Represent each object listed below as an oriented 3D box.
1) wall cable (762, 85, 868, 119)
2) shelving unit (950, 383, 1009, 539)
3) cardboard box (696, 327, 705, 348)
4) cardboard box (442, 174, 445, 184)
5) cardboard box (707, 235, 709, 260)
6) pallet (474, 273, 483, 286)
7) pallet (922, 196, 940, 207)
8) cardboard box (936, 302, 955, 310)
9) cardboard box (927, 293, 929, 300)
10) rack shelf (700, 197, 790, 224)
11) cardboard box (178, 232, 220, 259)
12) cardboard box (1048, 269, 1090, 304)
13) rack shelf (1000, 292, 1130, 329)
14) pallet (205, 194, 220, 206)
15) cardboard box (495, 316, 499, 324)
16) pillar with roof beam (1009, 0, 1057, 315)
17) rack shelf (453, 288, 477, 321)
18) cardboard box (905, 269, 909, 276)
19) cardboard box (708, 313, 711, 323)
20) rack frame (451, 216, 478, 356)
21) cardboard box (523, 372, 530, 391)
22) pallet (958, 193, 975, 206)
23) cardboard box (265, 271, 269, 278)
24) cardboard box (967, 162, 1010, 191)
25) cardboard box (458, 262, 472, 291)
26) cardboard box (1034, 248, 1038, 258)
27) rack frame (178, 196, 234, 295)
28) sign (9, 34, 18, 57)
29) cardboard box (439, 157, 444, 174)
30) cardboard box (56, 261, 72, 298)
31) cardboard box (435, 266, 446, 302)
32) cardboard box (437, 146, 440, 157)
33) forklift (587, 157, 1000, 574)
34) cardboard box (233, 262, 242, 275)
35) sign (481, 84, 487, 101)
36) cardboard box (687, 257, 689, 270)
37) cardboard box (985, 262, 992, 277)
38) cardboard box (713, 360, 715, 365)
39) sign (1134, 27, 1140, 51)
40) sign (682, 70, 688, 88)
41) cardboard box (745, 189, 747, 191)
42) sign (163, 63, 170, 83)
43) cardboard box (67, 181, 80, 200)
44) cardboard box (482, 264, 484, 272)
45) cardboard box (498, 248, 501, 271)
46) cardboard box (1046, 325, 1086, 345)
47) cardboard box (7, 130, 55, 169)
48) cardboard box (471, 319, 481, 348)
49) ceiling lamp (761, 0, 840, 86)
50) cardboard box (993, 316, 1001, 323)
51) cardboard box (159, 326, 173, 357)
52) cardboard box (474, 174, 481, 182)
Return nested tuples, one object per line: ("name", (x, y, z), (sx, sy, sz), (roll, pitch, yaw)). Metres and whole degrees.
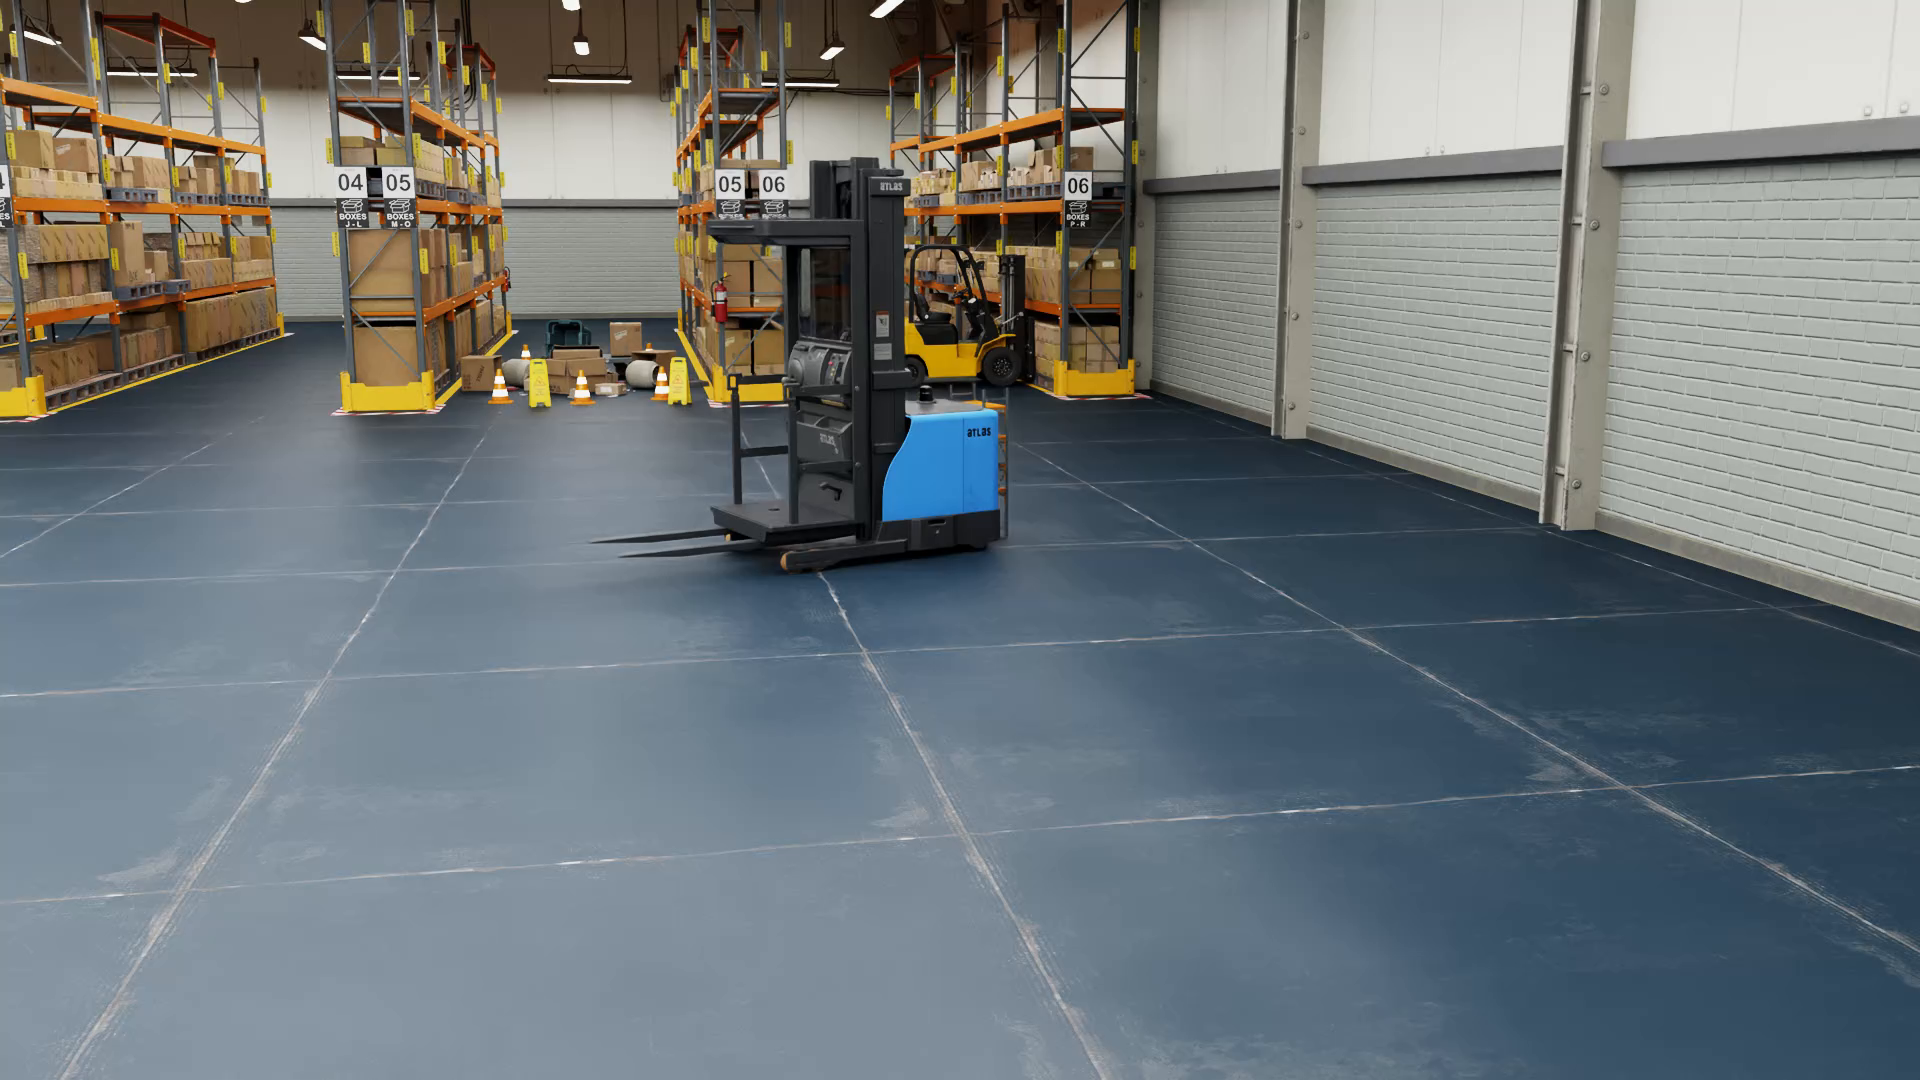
("wall cable", (-3.912, -10.507, 44.230), (2.988, 3.039, 0.133), (-2, 11, -11))
("shelving unit", (0.150, -0.635, 13.322), (0.258, 1.200, 0.503), (-7, 13, -31))
("cardboard box", (-4.351, -3.731, 30.682), (0.950, 0.372, 0.625), (-3, 11, -15))
("cardboard box", (-8.125, -5.538, 25.528), (0.380, 0.149, 0.250), (-2, 11, -11))
("cardboard box", (-3.300, -4.318, 24.122), (0.700, 0.500, 0.500), (-2, 11, -10))
("pallet", (-9.713, -4.988, 31.896), (1.003, 0.211, 1.213), (-2, 11, -11))
("pallet", (-0.099, -6.903, 33.924), (1.213, 0.211, 1.003), (-2, 11, -11))
("cardboard box", (-0.283, -4.864, 34.559), (0.380, 0.149, 0.250), (-2, 11, -11))
("cardboard box", (-0.493, -5.204, 35.549), (0.380, 0.149, 0.250), (-2, 11, -12))
("rack shelf", (-3.285, -4.939, 25.027), (1.077, 0.370, 4.000), (-2, 11, -11))
("cardboard box", (-14.818, -5.718, 32.266), (0.797, 0.503, 0.637), (-2, 11, -12))
("cardboard box", (1.619, -3.763, 24.679), (0.500, 0.500, 0.500), (-2, 11, -12))
("rack shelf", (1.584, -3.647, 26.259), (1.077, 0.370, 4.000), (-2, 11, -11))
("pallet", (-14.724, -6.506, 31.846), (0.805, 0.209, 1.217), (-3, 11, -13))
("cardboard box", (-10.109, -4.721, 35.683), (0.380, 0.149, 0.250), (-2, 11, -11))
("pillar with roof beam", (-2.668, -7.685, 29.506), (9.100, 9.000, 0.548), (-2, 11, -11))
("rack shelf", (-8.898, -4.001, 28.118), (1.077, 0.370, 4.000), (-2, 11, -11))
("cardboard box", (-1.071, -6.089, 37.836), (0.380, 0.149, 0.250), (-2, 11, -10))
("cardboard box", (-3.701, -3.442, 25.748), (0.380, 0.149, 0.250), (-1, 11, -8))
("rack frame", (-9.287, -4.721, 29.978), (1.000, 3.000, 0.127), (-2, 11, -11))
("cardboard box", (-6.368, -2.396, 25.075), (0.396, 0.266, 0.258), (0, 11, -1))
("pallet", (0.636, -6.360, 31.074), (1.213, 0.211, 1.003), (-2, 11, -8))
("cardboard box", (-15.236, -5.756, 36.087), (0.380, 0.149, 0.250), (-2, 11, -11))
("cardboard box", (0.515, -6.648, 30.423), (0.700, 0.500, 0.500), (-2, 11, -12))
("cardboard box", (-8.841, -4.606, 29.106), (0.500, 0.500, 0.500), (-2, 11, -11))
("cardboard box", (1.350, -4.436, 25.682), (0.380, 0.149, 0.250), (-2, 11, -10))
("rack frame", (-14.950, -5.293, 32.983), (1.000, 3.000, 0.127), (-2, 11, -11))
("sign", (-13.938, -7.288, 24.499), (0.100, 0.325, 0.005), (-2, 11, -11))
("cardboard box", (-8.162, -5.708, 25.356), (0.500, 0.250, 0.500), (-2, 11, -12))
("cardboard box", (-13.052, -3.662, 23.350), (0.875, 0.500, 0.500), (-2, 11, -11))
("cardboard box", (-8.297, -3.894, 25.231), (0.875, 0.550, 0.550), (-2, 11, -11))
("cardboard box", (-8.028, -5.837, 24.967), (0.380, 0.149, 0.250), (-2, 11, -11))
("forklift", (-1.217, -1.308, 12.232), (3.031, 2.935, 1.130), (-6, 13, -31))
("cardboard box", (-14.785, -5.461, 33.472), (0.500, 0.250, 0.500), (-2, 11, -12))
("sign", (-9.522, -8.960, 33.281), (0.100, 0.325, 0.005), (-2, 11, -11))
("cardboard box", (-5.220, -5.546, 33.377), (0.500, 0.250, 0.500), (-2, 11, -10))
("cardboard box", (0.741, -4.714, 29.005), (0.500, 0.250, 0.500), (-2, 11, -12))
("cardboard box", (-3.410, -2.542, 24.759), (0.500, 0.250, 0.500), (-2, 11, -11))
("sign", (2.518, -7.136, 23.702), (0.100, 0.325, 0.005), (-2, 11, -11))
("sign", (-4.995, -8.383, 30.249), (0.100, 0.325, 0.005), (-2, 11, -11))
("cardboard box", (-2.945, -5.287, 24.534), (0.500, 0.250, 0.500), (-2, 11, -9))
("sign", (-13.642, -8.026, 28.586), (0.100, 0.325, 0.005), (-2, 11, -11))
("cardboard box", (-12.854, -4.962, 23.623), (0.500, 0.250, 0.500), (-2, 11, -11))
("cardboard box", (-9.794, -5.472, 33.472), (0.380, 0.149, 0.250), (-2, 11, -12))
("cardboard box", (-10.300, -6.123, 36.282), (0.500, 0.500, 0.500), (-2, 11, -11))
("cardboard box", (1.577, -3.053, 24.773), (0.500, 0.250, 0.500), (-2, 11, -9))
("cardboard box", (-12.640, -5.288, 22.537), (0.500, 0.500, 0.500), (-2, 11, -11))
("cardboard box", (-9.175, -3.838, 30.903), (0.500, 0.500, 0.500), (-3, 11, -13))
("ceiling lamp", (-3.944, -12.790, 40.714), (2.000, 3.185, 0.800), (-2, 11, -11))
("cardboard box", (0.939, -3.645, 29.552), (0.875, 0.625, 0.625), (-2, 11, -12))
("cardboard box", (-14.022, -3.425, 28.679), (0.700, 0.500, 0.500), (-3, 11, -14))
("cardboard box", (-9.884, -7.358, 33.809), (0.380, 0.149, 0.250), (-2, 11, -12))
